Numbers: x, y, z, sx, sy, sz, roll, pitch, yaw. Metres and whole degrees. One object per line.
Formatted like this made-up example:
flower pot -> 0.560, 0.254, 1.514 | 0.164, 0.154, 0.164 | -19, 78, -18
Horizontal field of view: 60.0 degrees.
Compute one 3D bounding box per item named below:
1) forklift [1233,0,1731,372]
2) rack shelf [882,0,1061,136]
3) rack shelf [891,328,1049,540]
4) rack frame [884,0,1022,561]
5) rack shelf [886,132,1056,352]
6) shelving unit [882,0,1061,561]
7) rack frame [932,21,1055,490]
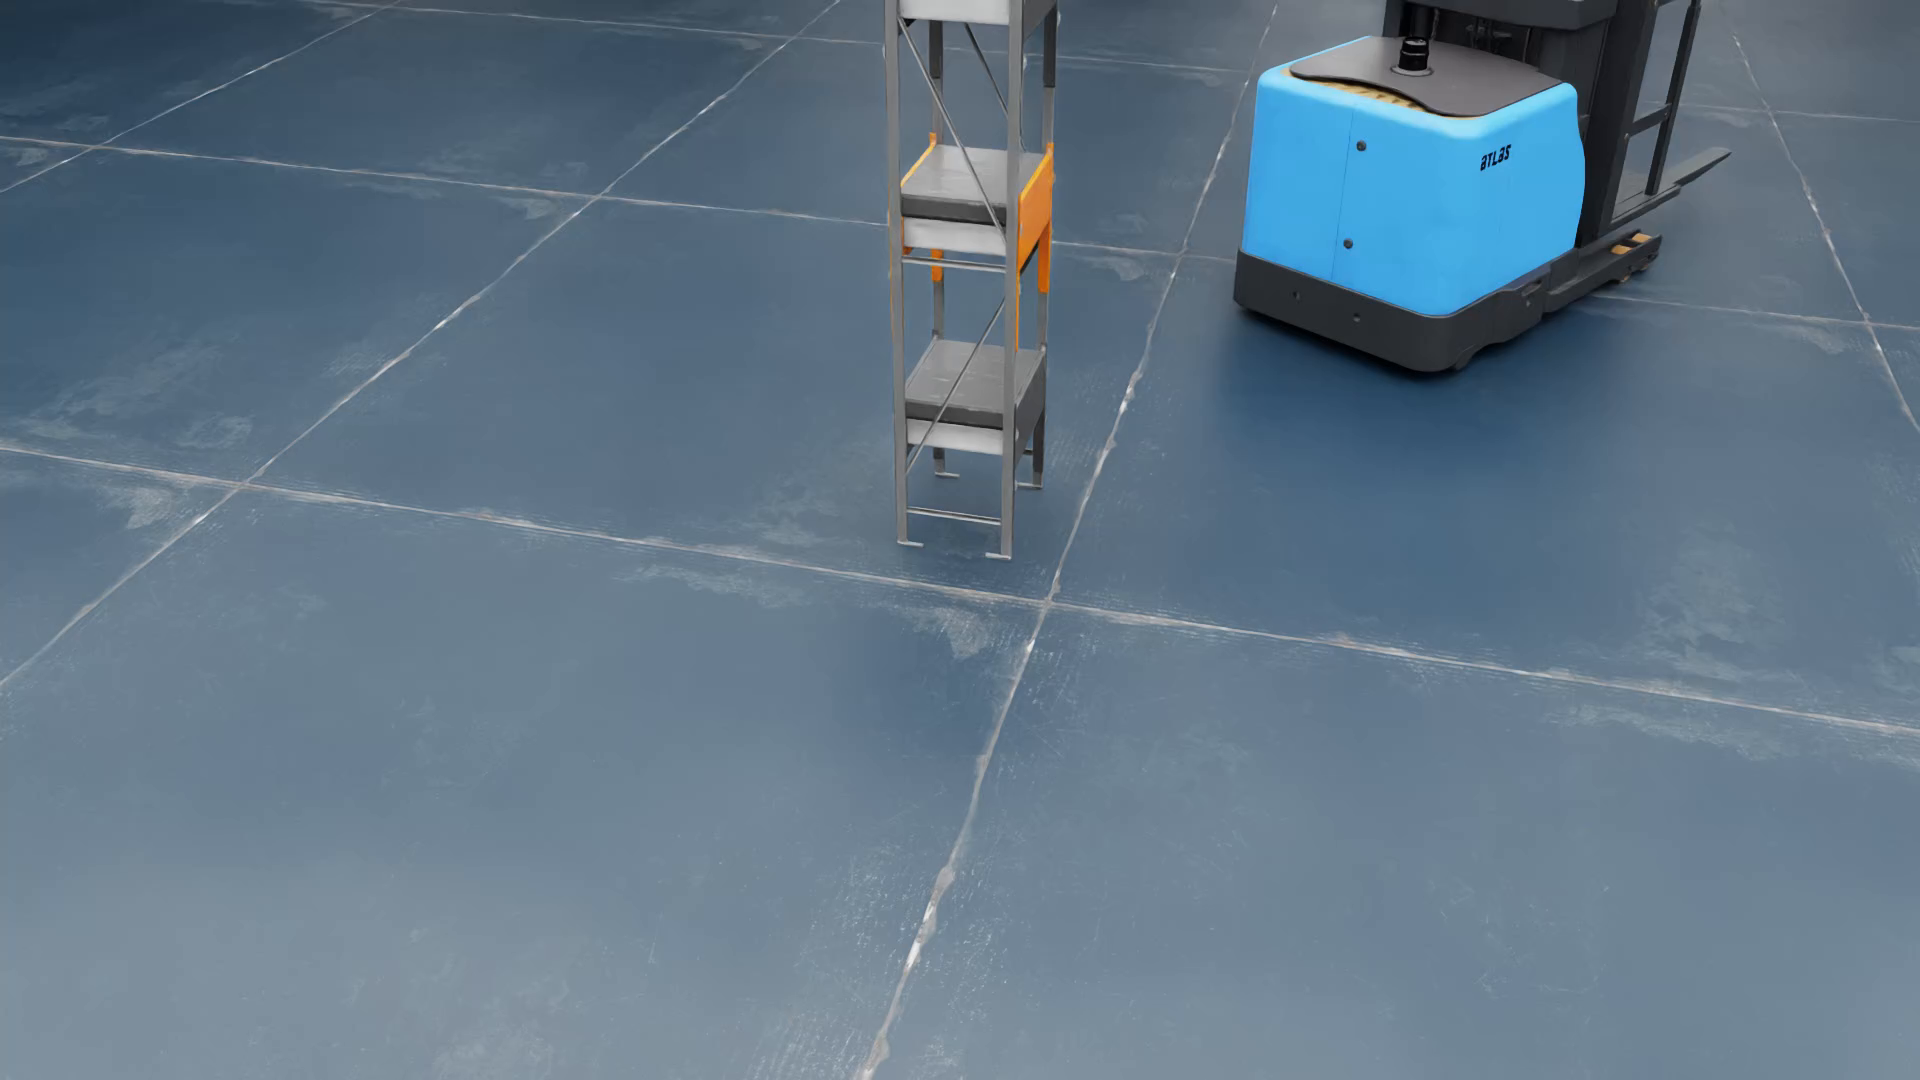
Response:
forklift -> 2.604, -2.594, 7.099 | 3.031, 2.935, 1.130 | -28, 42, -36
rack shelf -> 0.042, -1.551, 4.954 | 0.431, 0.518, 0.480 | 8, 33, 12
rack shelf -> 0.042, -0.370, 5.705 | 0.431, 0.518, 0.480 | 8, 33, 12
rack frame -> -0.020, -0.845, 5.123 | 0.400, 2.100, 0.015 | 8, 33, 12
rack shelf -> 0.042, -0.960, 5.329 | 0.431, 0.518, 0.480 | 8, 33, 12
shelving unit -> 0.042, -0.972, 5.322 | 0.431, 2.100, 0.503 | 8, 33, 12
rack frame -> 0.104, -1.099, 5.521 | 0.400, 2.100, 0.015 | 8, 33, 12
